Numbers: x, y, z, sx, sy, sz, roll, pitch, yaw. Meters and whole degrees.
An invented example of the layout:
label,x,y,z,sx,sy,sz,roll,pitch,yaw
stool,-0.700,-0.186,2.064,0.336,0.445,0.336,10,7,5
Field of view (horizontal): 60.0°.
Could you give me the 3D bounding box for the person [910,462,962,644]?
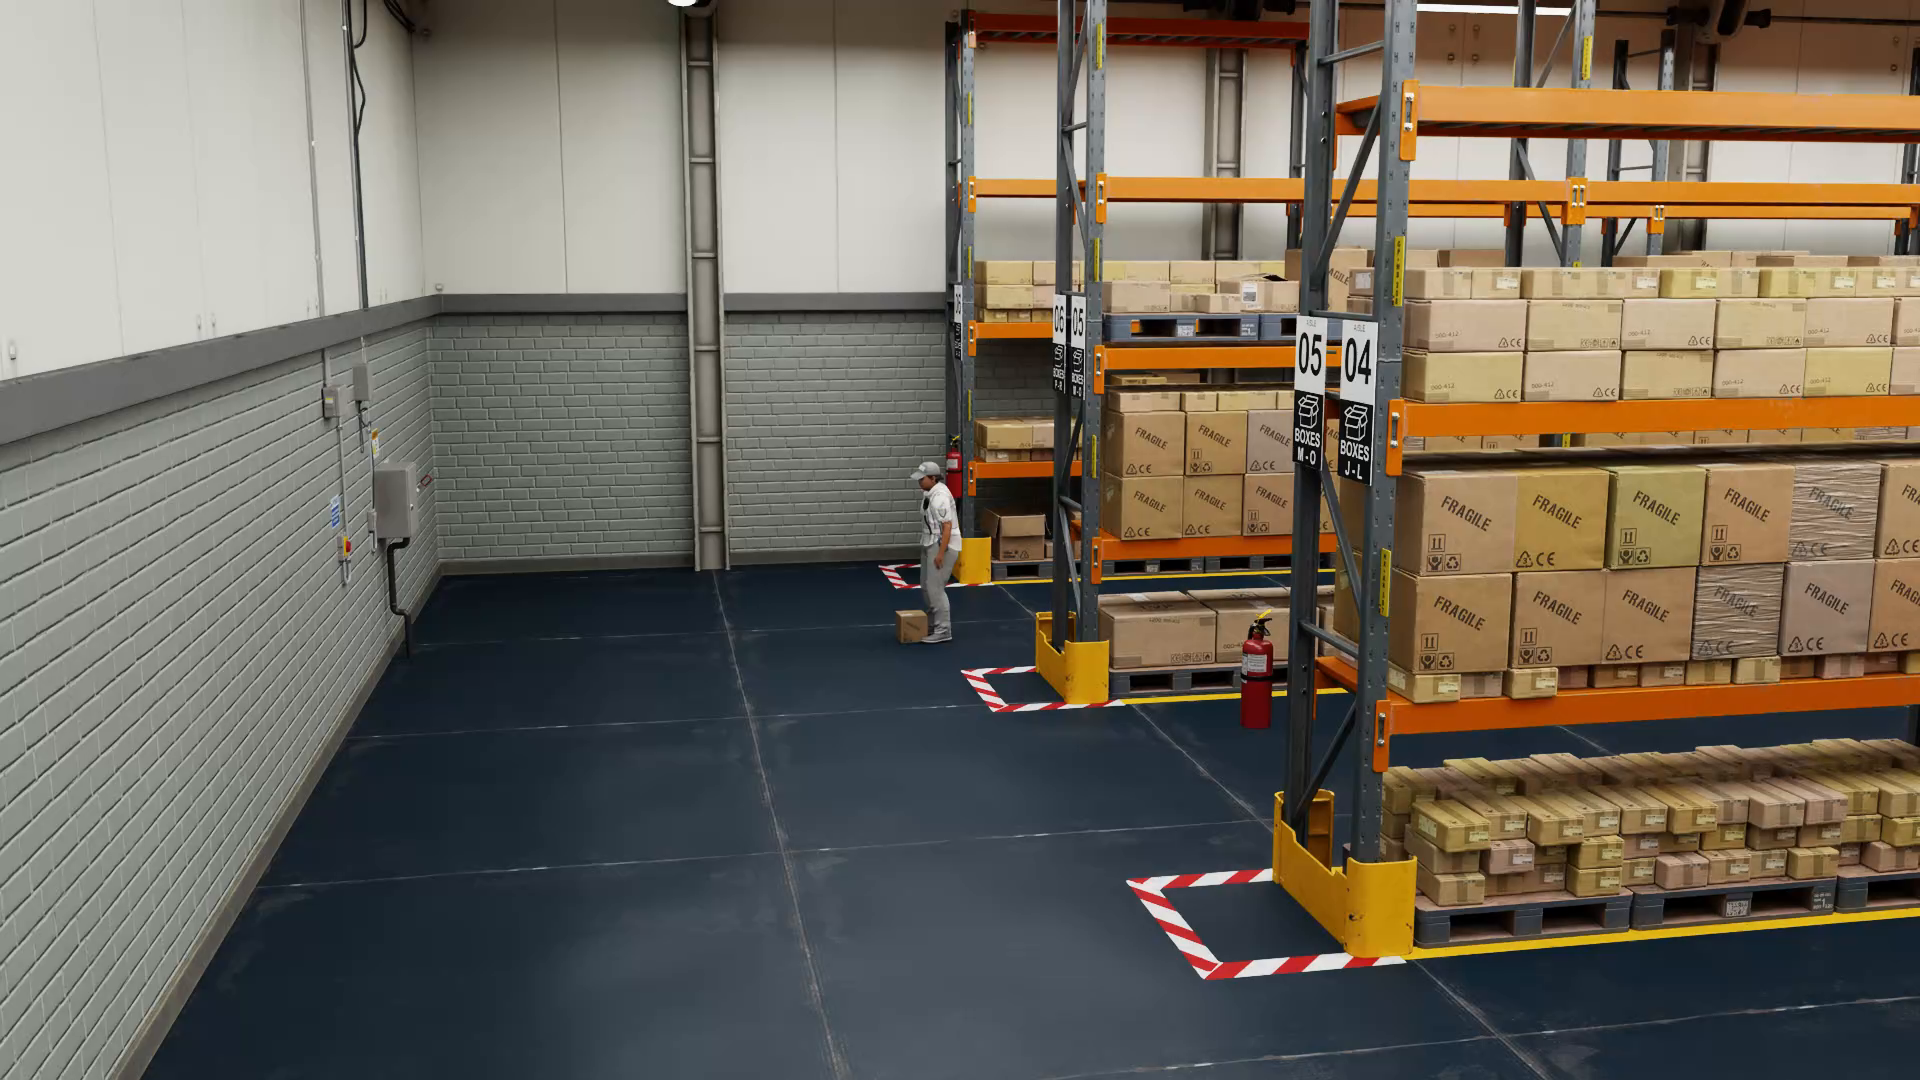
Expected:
label,x,y,z,sx,sy,sz,roll,pitch,yaw
person,-0.238,0.096,15.319,0.468,1.665,0.558,-3,10,-14
